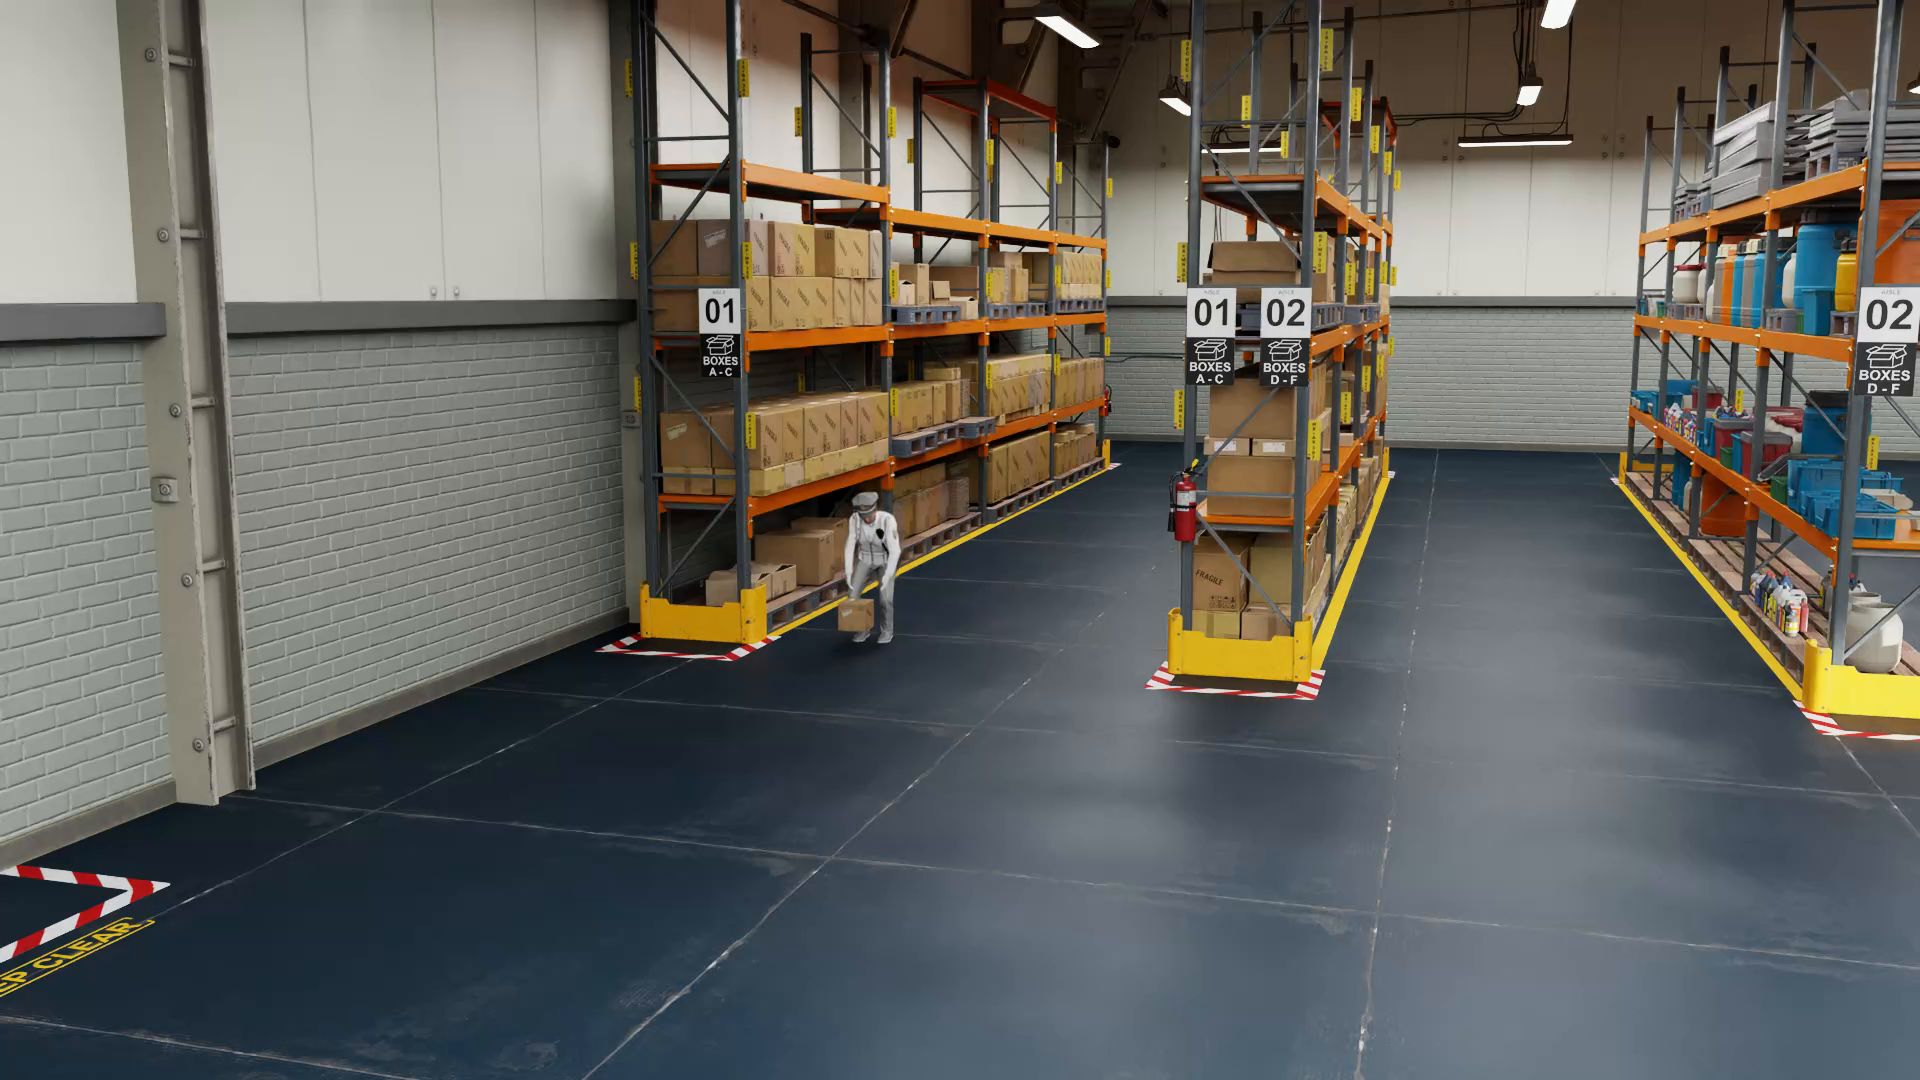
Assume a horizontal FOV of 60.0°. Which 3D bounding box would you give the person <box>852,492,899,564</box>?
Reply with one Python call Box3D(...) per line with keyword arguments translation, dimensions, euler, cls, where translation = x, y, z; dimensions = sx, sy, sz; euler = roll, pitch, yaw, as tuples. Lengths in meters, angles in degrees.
Box3D(translation=(-0.798, -0.106, 15.067), dimensions=(0.380, 0.698, 0.683), euler=(2, 9, 16), cls="person")
